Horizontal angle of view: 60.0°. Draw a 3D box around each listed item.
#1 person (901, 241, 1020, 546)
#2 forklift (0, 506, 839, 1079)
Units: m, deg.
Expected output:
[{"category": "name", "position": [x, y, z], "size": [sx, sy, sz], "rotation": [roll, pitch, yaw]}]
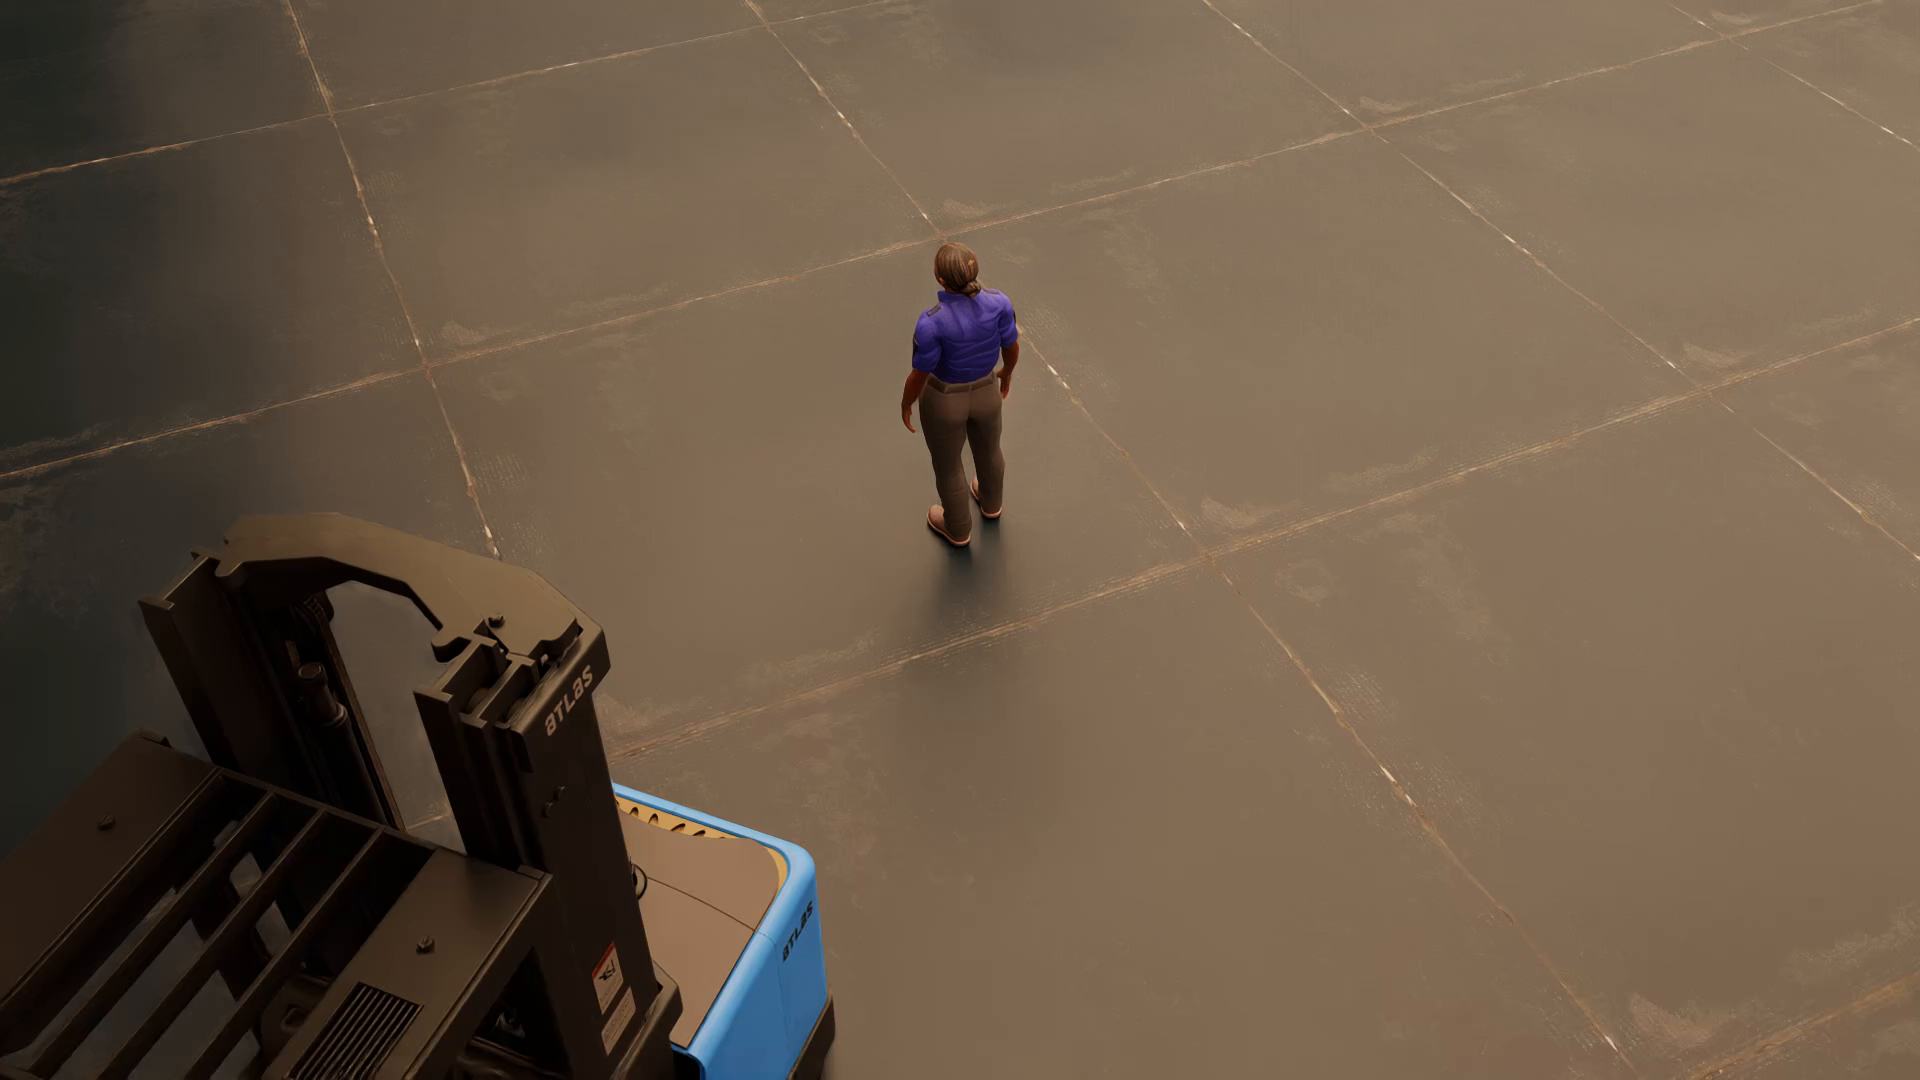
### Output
[{"category": "person", "position": [-0.019, -0.670, 7.323], "size": [0.570, 1.654, 0.504], "rotation": [-18, 46, -18]}, {"category": "forklift", "position": [-1.448, 1.484, 4.090], "size": [1.130, 2.935, 3.031], "rotation": [15, 45, 16]}]
